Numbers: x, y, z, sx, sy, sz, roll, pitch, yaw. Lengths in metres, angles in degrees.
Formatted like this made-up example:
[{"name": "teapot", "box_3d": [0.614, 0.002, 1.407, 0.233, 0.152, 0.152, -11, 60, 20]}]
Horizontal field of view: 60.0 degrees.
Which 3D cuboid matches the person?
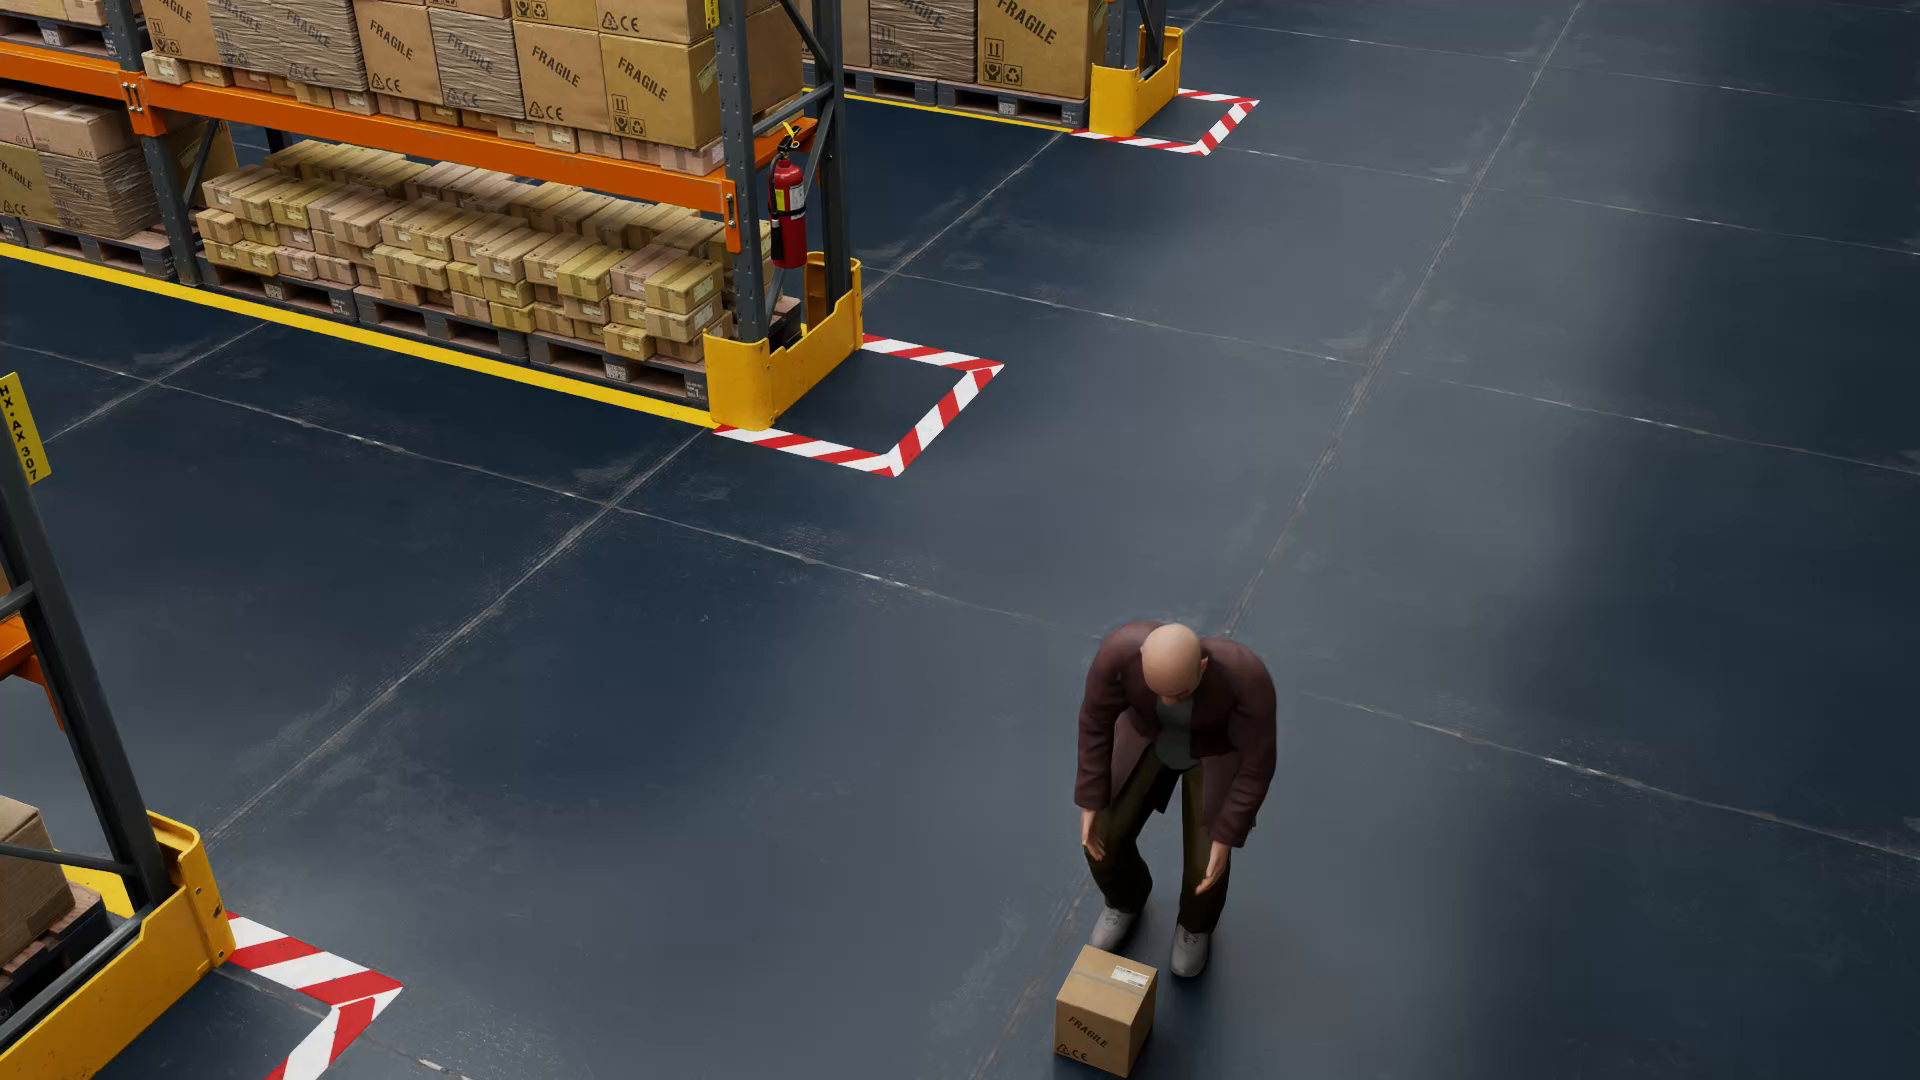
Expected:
[{"name": "person", "box_3d": [0.696, 0.758, 5.285, 0.628, 1.470, 0.681, 14, 36, 21]}]
